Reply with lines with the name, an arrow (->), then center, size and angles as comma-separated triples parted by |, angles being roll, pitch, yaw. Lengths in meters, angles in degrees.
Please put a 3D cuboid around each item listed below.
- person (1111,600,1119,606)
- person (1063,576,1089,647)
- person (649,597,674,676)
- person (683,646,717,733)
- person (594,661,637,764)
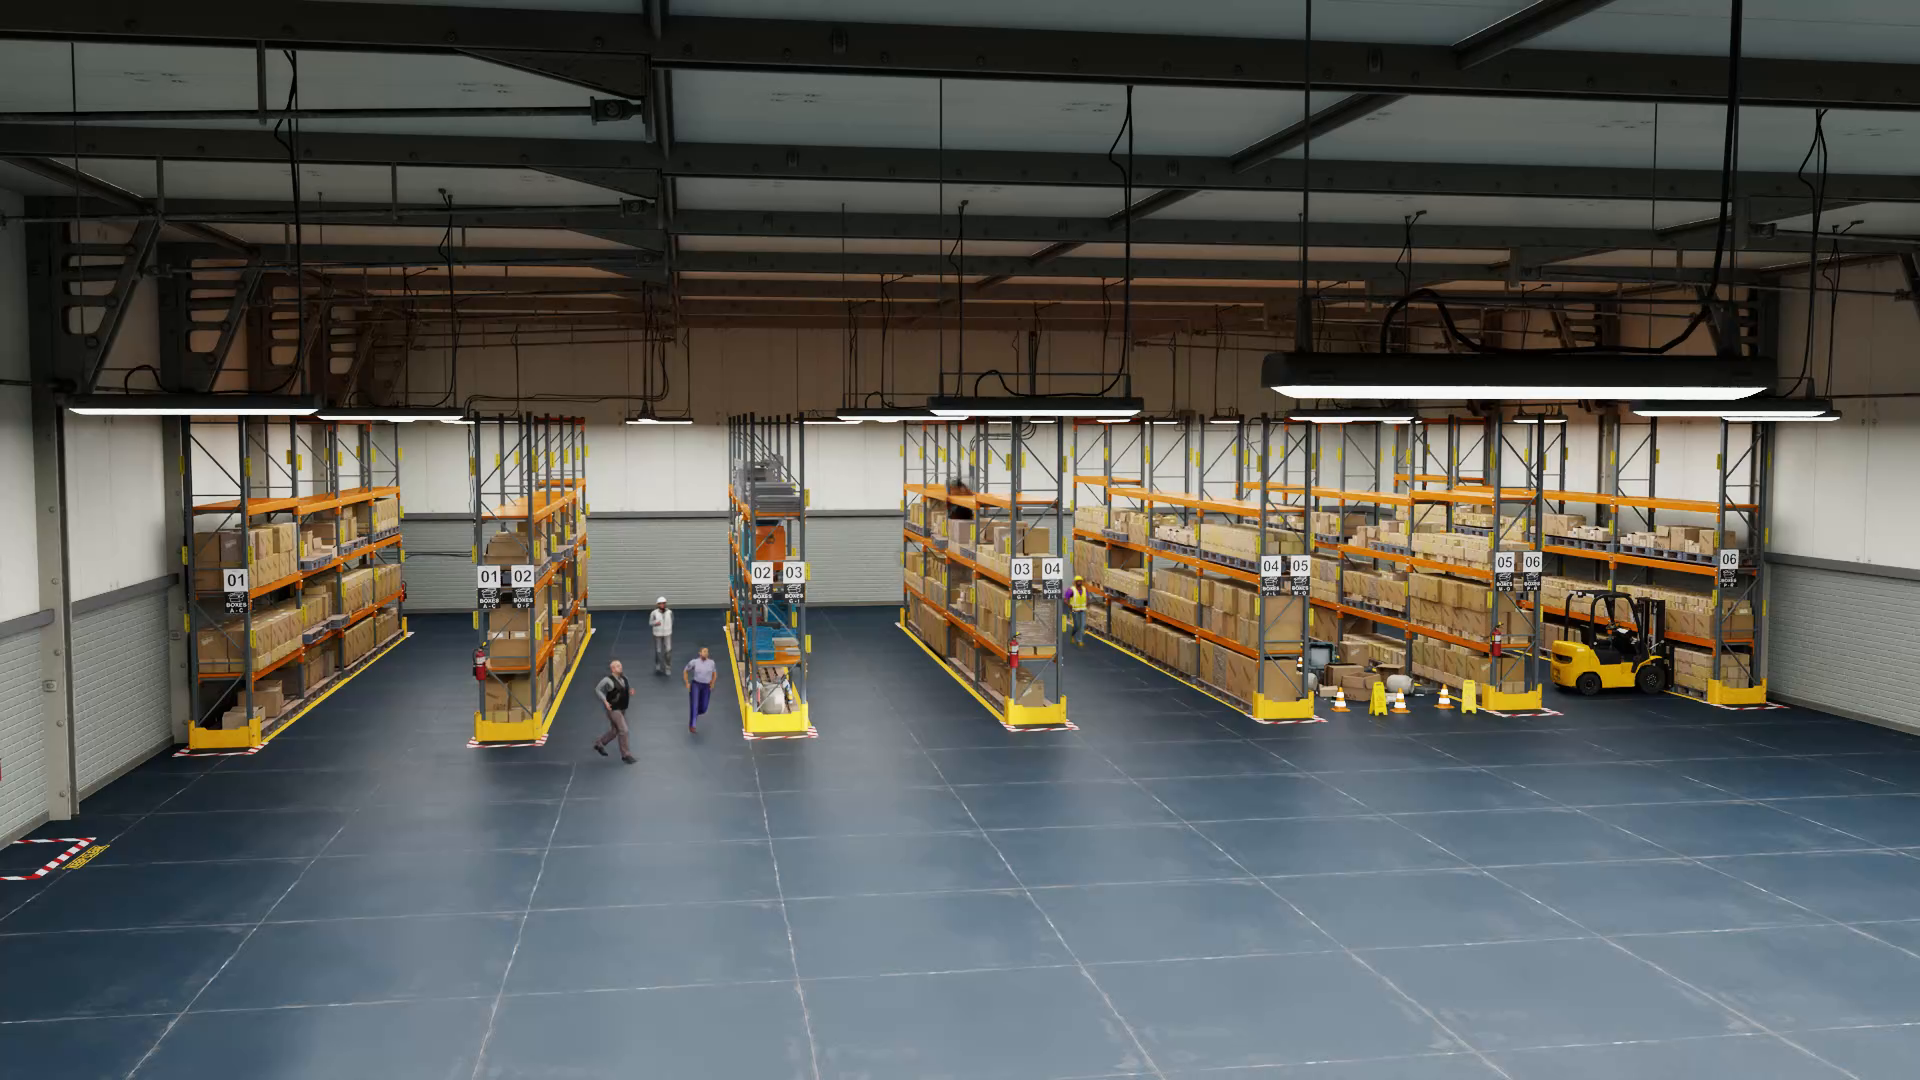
person -> 4.545, 1.557, 49.915 | 0.539, 1.568, 0.706 | 2, 5, 32
person -> 2.945, 1.757, 41.252 | 0.718, 1.751, 0.709 | -2, 4, -21
person -> -6.905, 2.218, 38.519 | 0.605, 1.822, 0.845 | -1, 4, -17
person -> -4.907, 2.806, 31.437 | 0.649, 1.607, 0.600 | -2, 4, -22
person -> -5.884, 2.925, 28.452 | 0.894, 1.746, 0.643 | 2, 4, 22
